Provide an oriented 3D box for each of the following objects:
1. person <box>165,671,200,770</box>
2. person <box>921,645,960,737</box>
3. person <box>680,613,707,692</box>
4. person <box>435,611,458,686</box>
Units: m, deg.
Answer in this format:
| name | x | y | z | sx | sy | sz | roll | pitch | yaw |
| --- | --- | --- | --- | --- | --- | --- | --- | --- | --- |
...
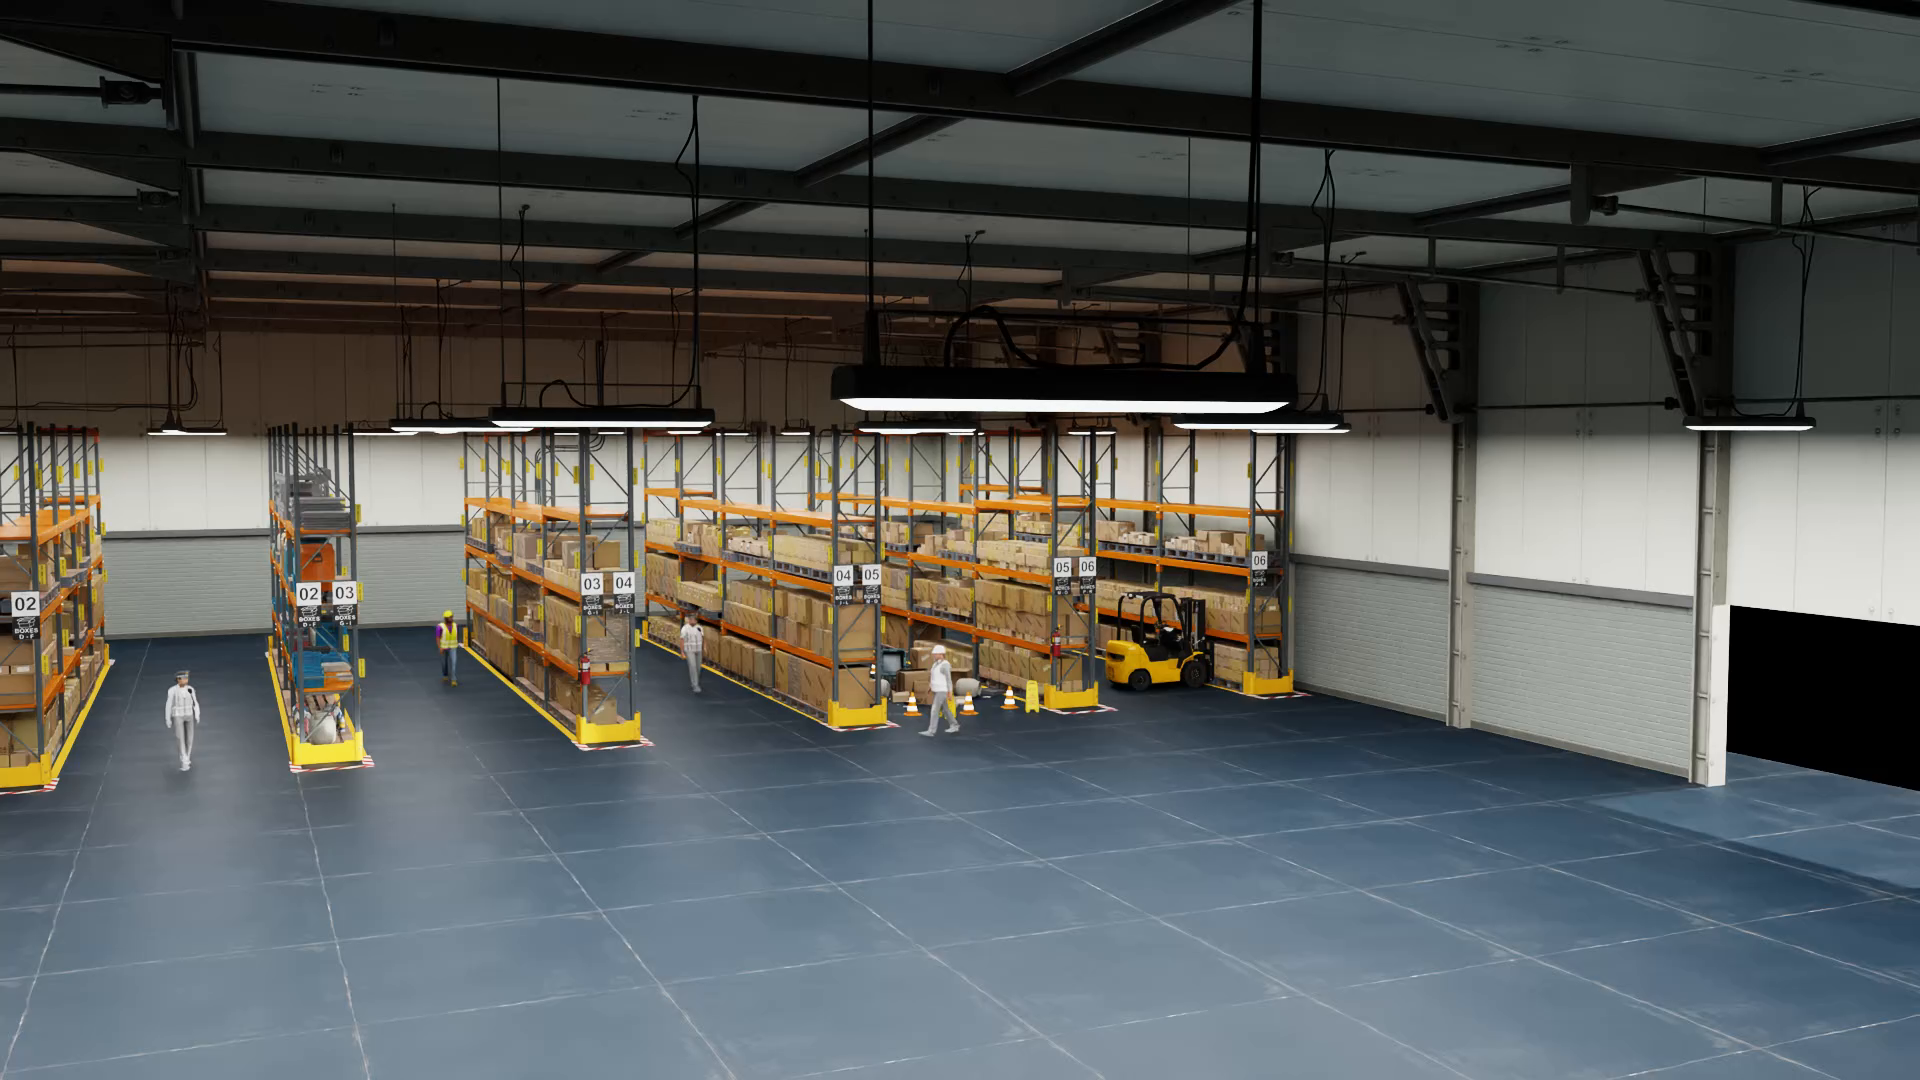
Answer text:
| name | x | y | z | sx | sy | sz | roll | pitch | yaw |
| --- | --- | --- | --- | --- | --- | --- | --- | --- | --- |
| person | -13.508 | 3.129 | 29.022 | 0.735 | 1.671 | 0.516 | 3 | 5 | 44 |
| person | -0.399 | 2.899 | 32.062 | 0.869 | 1.757 | 0.541 | -1 | 4 | -18 |
| person | -5.987 | 2.562 | 37.817 | 0.567 | 1.764 | 0.800 | -3 | 4 | -39 |
| person | -11.867 | 2.496 | 38.501 | 0.537 | 1.704 | 1.077 | -1 | 4 | -22 |
